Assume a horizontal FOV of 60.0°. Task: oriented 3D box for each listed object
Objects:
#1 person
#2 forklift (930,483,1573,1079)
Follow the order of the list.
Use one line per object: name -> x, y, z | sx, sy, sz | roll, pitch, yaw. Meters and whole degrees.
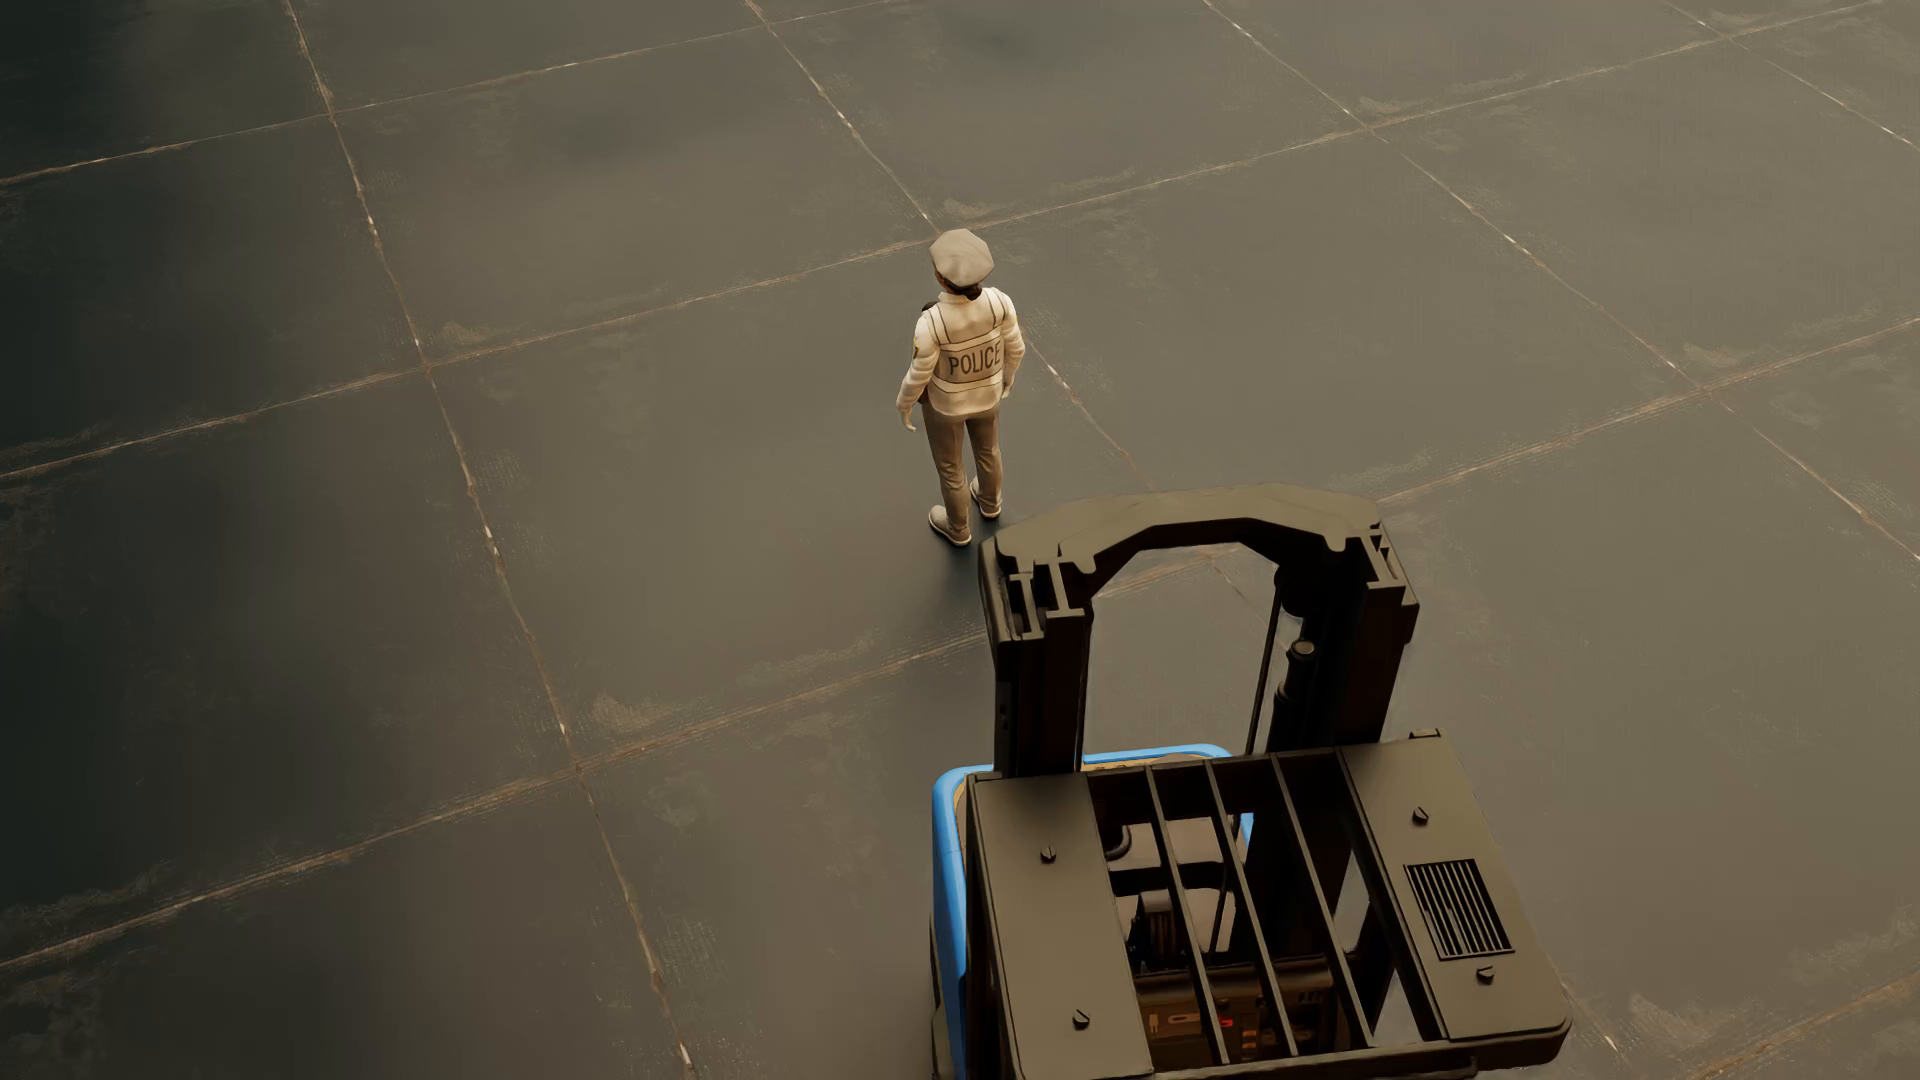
person -> -0.022, -0.670, 7.293 | 0.586, 1.694, 0.530 | -18, 46, -18
forklift -> 0.589, 1.424, 4.155 | 1.130, 2.935, 3.031 | -5, 43, -5
